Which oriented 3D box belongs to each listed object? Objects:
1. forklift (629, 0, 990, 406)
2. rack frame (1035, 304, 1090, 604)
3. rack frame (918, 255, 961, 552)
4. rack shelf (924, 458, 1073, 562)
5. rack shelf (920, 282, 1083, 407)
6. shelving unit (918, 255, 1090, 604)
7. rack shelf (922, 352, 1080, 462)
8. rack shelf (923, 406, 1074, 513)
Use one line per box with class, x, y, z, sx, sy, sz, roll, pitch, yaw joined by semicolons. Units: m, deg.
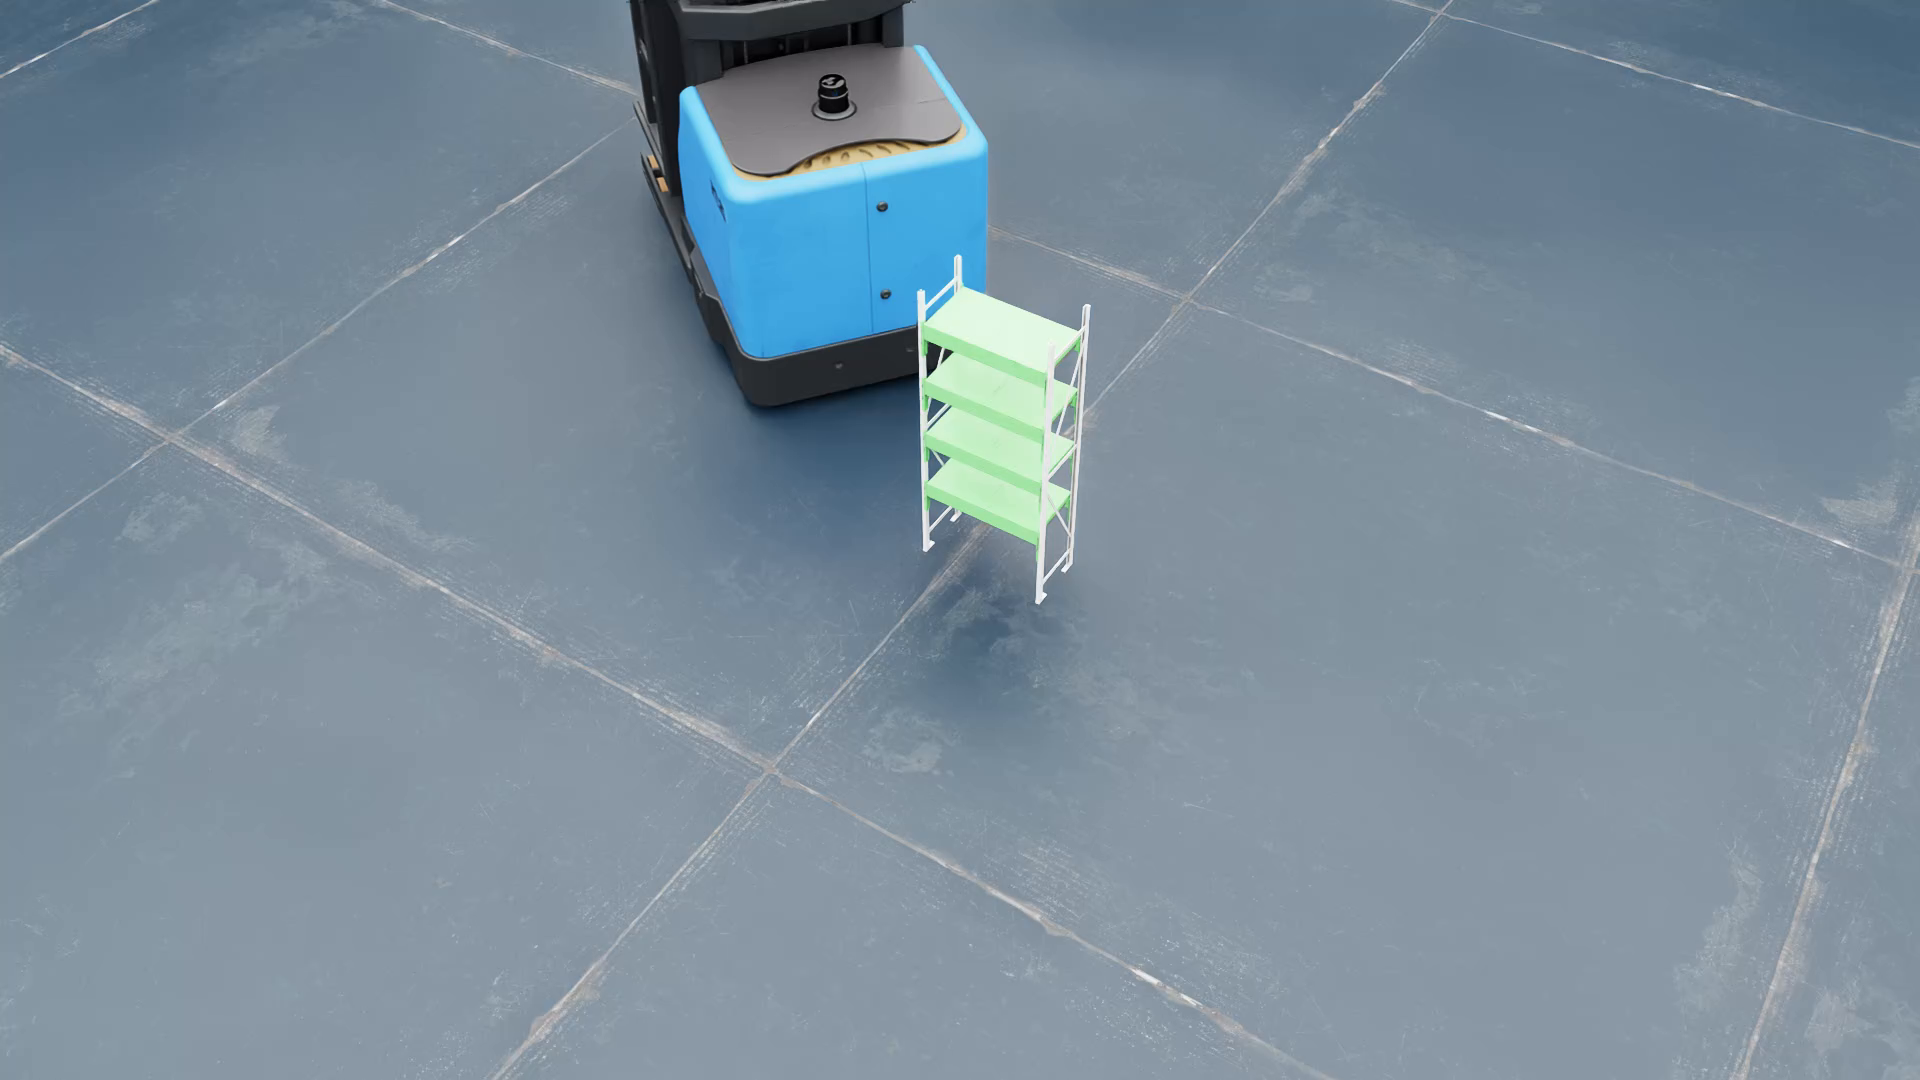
forklift;-0.856;-2.634;6.766;1.130;2.935;3.031;-15;48;-14
rack frame;0.345;-0.260;5.666;0.015;1.200;0.240;25;51;22
rack frame;-0.066;-0.449;5.849;0.015;1.200;0.240;25;51;22
rack shelf;0.139;-0.142;5.975;0.480;0.148;0.258;25;51;22
rack shelf;0.139;-0.644;5.459;0.480;0.148;0.258;25;51;22
shelving unit;0.139;-0.354;5.757;0.503;1.200;0.258;25;51;22
rack shelf;0.139;-0.477;5.631;0.480;0.148;0.258;25;51;22
rack shelf;0.139;-0.310;5.803;0.480;0.148;0.258;25;51;22
